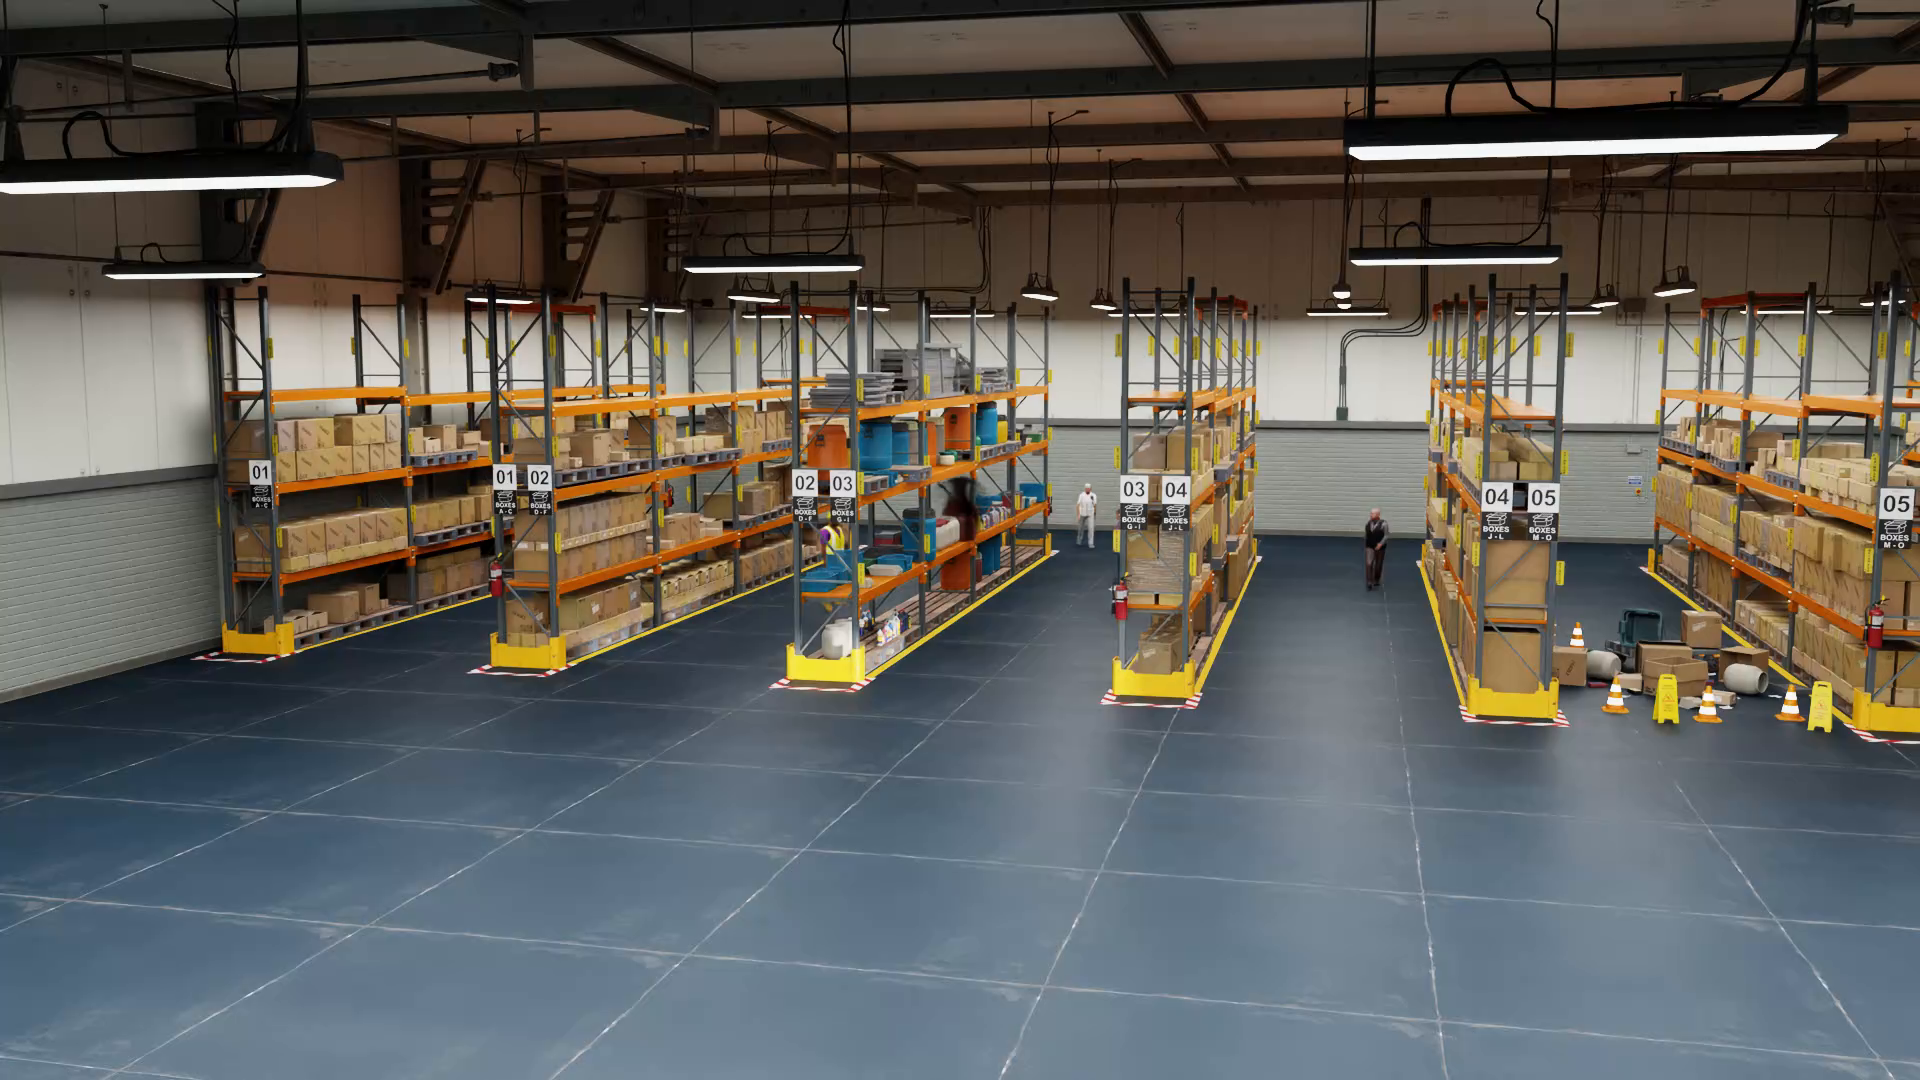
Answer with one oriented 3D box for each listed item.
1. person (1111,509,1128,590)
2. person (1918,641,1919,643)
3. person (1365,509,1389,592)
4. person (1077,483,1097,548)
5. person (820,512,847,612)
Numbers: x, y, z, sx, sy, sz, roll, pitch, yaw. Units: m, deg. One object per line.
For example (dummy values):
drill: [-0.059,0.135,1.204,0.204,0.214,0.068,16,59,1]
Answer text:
person: [3.162,0.175,32.622,0.360,1.607,0.461,1,7,12]
person: [15.132,1.177,26.088,0.516,1.693,0.676,1,7,11]
person: [8.695,0.201,34.712,0.506,1.725,0.940,2,7,15]
person: [3.196,-0.632,41.945,0.516,1.617,0.989,-1,7,-5]
person: [-2.287,0.377,30.626,0.415,1.850,0.588,4,8,33]
